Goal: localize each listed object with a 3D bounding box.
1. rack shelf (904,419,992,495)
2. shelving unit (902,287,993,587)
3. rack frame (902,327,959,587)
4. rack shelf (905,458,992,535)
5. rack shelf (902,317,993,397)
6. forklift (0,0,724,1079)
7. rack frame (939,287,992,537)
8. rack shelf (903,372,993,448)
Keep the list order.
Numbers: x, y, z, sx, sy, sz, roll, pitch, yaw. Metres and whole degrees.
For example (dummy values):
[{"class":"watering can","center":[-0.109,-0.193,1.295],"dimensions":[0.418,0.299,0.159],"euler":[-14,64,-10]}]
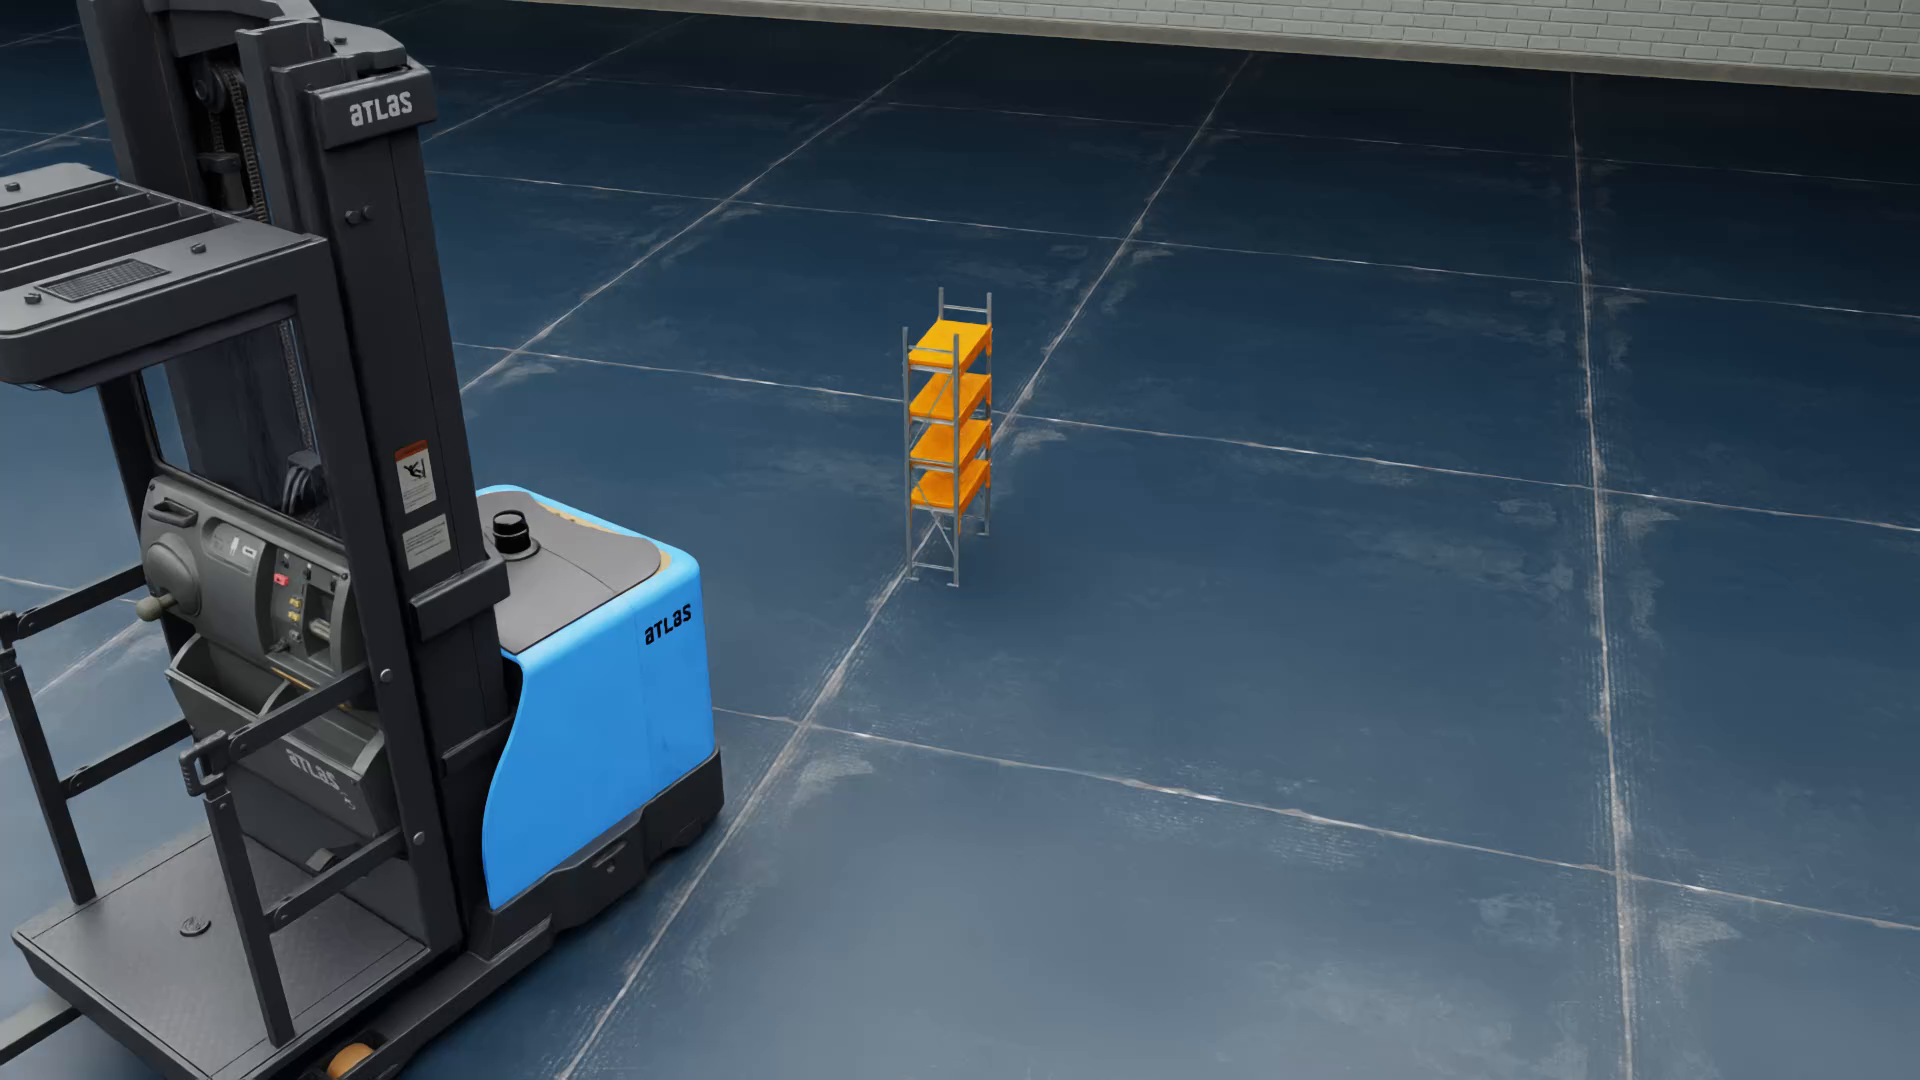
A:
[{"class":"rack shelf","center":[-0.049,-0.389,7.353],"dimensions":[0.258,0.148,0.480],"euler":[8,30,15]},{"class":"shelving unit","center":[-0.049,-0.447,7.320],"dimensions":[0.258,1.200,0.503],"euler":[8,30,15]},{"class":"rack frame","center":[-0.120,-0.334,7.116],"dimensions":[0.240,1.200,0.015],"euler":[8,30,15]},{"class":"rack shelf","center":[-0.049,-0.215,7.449],"dimensions":[0.258,0.148,0.480],"euler":[8,30,15]},{"class":"rack shelf","center":[-0.049,-0.791,7.129],"dimensions":[0.258,0.148,0.480],"euler":[8,30,15]},{"class":"forklift","center":[-2.102,0.158,4.451],"dimensions":[1.130,2.935,3.031],"euler":[19,34,30]},{"class":"rack frame","center":[0.023,-0.561,7.524],"dimensions":[0.240,1.200,0.015],"euler":[8,30,15]},{"class":"rack shelf","center":[-0.049,-0.584,7.244],"dimensions":[0.258,0.148,0.480],"euler":[8,30,15]}]
